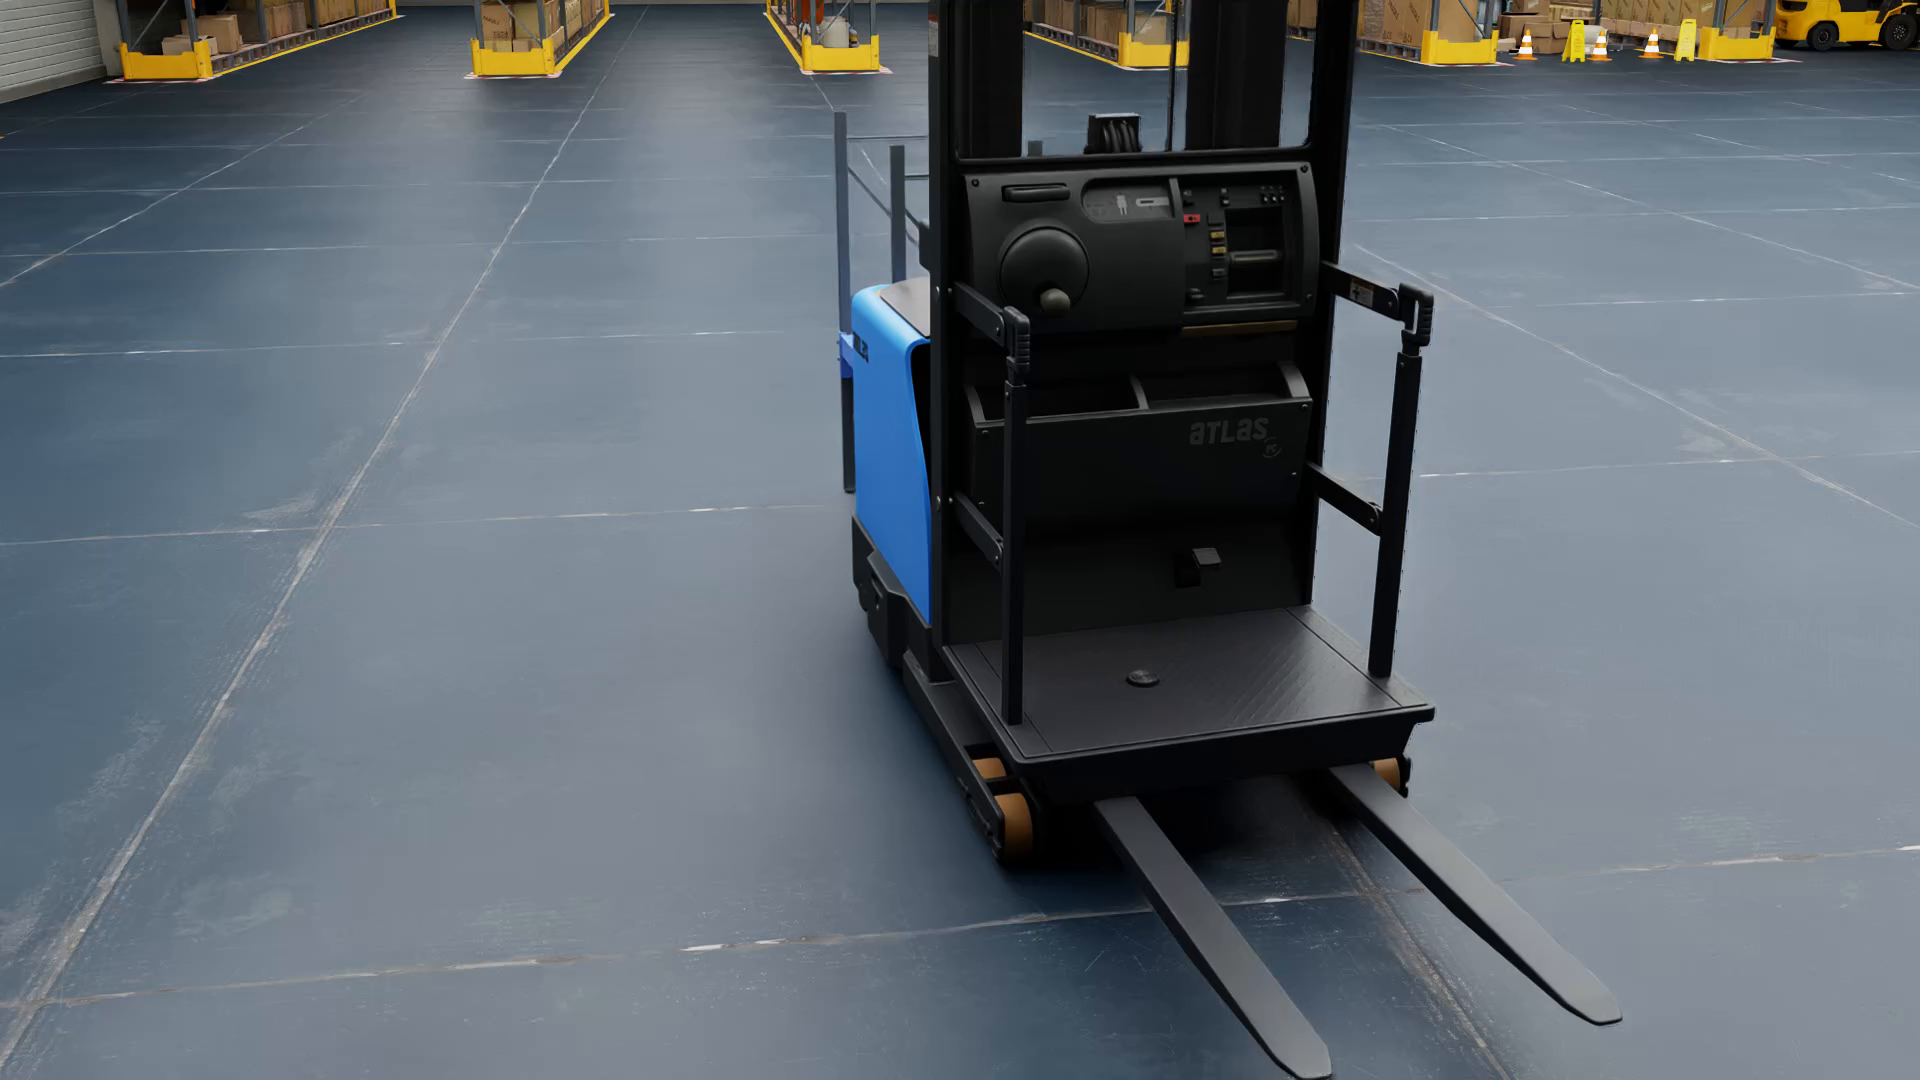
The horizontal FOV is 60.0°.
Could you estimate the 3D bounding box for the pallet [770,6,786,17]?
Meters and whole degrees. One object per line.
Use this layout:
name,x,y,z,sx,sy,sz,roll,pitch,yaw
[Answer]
pallet,-4.009,-12.609,39.673,1.003,0.211,1.213,-3,21,-8

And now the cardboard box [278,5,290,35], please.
cardboard box,-12.526,-9.366,29.951,0.700,0.500,0.500,-3,21,-8

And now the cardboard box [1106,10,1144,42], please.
cardboard box,2.817,-8.774,28.392,0.500,0.500,0.500,-5,21,-13

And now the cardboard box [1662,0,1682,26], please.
cardboard box,12.472,-9.117,28.597,0.500,0.500,0.500,-2,21,-6

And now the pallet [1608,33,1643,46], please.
pallet,12.480,-9.260,30.708,1.003,0.211,1.213,-3,21,-8

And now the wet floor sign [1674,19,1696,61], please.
wet floor sign,11.893,-8.190,27.221,0.267,0.644,0.232,4,21,11

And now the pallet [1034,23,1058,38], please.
pallet,2.076,-10.105,32.971,1.003,0.211,1.213,-3,21,-8

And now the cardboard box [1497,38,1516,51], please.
cardboard box,9.535,-8.730,29.209,0.396,0.266,0.258,1,20,2

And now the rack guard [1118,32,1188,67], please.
rack guard,3.107,-7.768,26.299,1.175,0.500,0.348,-3,21,-8

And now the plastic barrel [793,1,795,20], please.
plastic barrel,-3.194,-10.823,33.863,0.421,0.512,0.421,0,20,0

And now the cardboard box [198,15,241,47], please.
cardboard box,-11.974,-8.226,26.896,0.500,0.500,0.500,-4,21,-12

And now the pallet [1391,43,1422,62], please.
pallet,7.848,-8.094,27.586,1.003,0.211,1.213,-3,21,-8

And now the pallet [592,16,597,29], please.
pallet,-8.260,-10.983,35.320,1.003,0.211,1.213,-3,21,-8

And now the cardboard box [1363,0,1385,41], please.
cardboard box,7.619,-9.181,28.946,0.875,0.875,0.875,-3,21,-7

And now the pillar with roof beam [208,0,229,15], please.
pillar with roof beam,-9.148,-13.467,29.411,9.100,9.000,0.400,-3,21,-8

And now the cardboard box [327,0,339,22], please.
cardboard box,-12.836,-10.687,33.016,0.750,0.750,0.750,-3,21,-8

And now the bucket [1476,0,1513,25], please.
bucket,9.765,-9.760,30.568,0.726,0.611,0.620,4,11,11

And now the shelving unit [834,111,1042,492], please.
shelving unit,-0.104,-0.752,6.085,0.538,1.500,1.048,-5,21,-13

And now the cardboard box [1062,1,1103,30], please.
cardboard box,2.343,-9.906,31.395,0.700,0.500,0.500,-5,21,-12

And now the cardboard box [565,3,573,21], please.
cardboard box,-7.218,-9.479,29.836,0.500,0.311,0.500,-4,21,-10

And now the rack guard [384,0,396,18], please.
rack guard,-13.897,-12.540,39.077,1.175,0.500,0.348,-3,21,-8

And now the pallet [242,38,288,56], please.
pallet,-12.277,-8.511,28.702,1.003,0.211,1.213,-3,21,-8

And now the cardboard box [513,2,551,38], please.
cardboard box,-6.616,-8.044,25.724,0.500,0.500,0.500,-3,21,-8

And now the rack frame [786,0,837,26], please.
rack frame,-2.936,-11.433,32.539,1.000,3.000,0.127,-3,21,-8

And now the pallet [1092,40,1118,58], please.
pallet,2.852,-8.337,28.236,1.003,0.211,1.213,-3,21,-8

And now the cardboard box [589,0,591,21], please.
cardboard box,-7.850,-10.926,34.127,0.500,0.500,0.500,-4,21,-10

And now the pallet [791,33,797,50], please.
pallet,-2.511,-9.011,30.041,1.003,0.211,1.213,-3,21,-8

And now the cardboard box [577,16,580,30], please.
cardboard box,-7.443,-9.744,31.349,0.500,0.250,0.500,-3,21,-8

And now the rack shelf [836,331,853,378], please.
rack shelf,-0.104,-0.583,6.148,0.538,0.185,1.000,-5,21,-13

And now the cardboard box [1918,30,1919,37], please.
cardboard box,17.330,-9.066,29.531,0.500,0.250,0.500,-3,21,-7

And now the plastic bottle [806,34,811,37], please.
plastic bottle,-2.482,-8.172,27.179,0.097,0.201,0.097,0,20,0

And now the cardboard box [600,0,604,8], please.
cardboard box,-8.670,-12.813,39.179,0.500,0.500,0.500,-3,21,-8

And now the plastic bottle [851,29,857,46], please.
plastic bottle,-1.736,-8.234,27.246,0.097,0.271,0.097,0,20,0

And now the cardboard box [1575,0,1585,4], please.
cardboard box,15.586,-13.527,41.118,0.500,0.500,0.500,-3,21,-7

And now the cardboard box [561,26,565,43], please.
cardboard box,-6.979,-8.558,28.172,0.500,0.250,0.500,-3,21,-8

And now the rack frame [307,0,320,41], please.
rack frame,-12.740,-10.933,31.201,1.000,3.000,0.127,-3,21,-8

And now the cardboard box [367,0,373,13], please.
cardboard box,-13.464,-11.960,36.922,0.700,0.500,0.500,-2,21,-6

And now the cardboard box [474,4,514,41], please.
cardboard box,-7.057,-7.845,25.191,0.500,0.500,0.500,-3,21,-8

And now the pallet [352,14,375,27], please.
pallet,-13.349,-11.279,36.112,1.003,0.211,1.213,-3,21,-8

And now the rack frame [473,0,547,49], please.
rack frame,-6.685,-8.414,24.457,1.000,3.000,0.127,-3,21,-8

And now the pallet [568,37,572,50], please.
pallet,-7.407,-8.746,29.331,1.003,0.211,1.213,-3,21,-8

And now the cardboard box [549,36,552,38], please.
cardboard box,-6.618,-7.693,25.855,0.500,0.250,0.500,-3,21,-8

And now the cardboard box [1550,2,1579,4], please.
cardboard box,11.957,-10.697,33.724,0.950,0.372,0.625,-3,21,-9

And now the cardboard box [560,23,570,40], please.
cardboard box,-7.075,-8.860,28.980,0.500,0.250,0.500,-3,21,-9

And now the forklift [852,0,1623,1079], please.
forklift,0.528,-0.735,3.996,1.130,2.935,3.031,-6,21,-15

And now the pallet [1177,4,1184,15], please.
pallet,5.827,-13.052,40.859,1.003,0.211,1.213,-3,21,-8

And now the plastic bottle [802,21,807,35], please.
plastic bottle,-2.566,-8.500,27.844,0.144,0.351,0.185,-3,21,-8

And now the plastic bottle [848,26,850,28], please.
plastic bottle,-1.888,-8.535,28.044,0.152,0.276,0.135,-3,21,-7

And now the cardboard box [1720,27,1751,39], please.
cardboard box,13.082,-8.614,28.322,0.500,0.250,0.500,-3,21,-8

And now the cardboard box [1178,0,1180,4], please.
cardboard box,5.493,-13.331,41.096,0.380,0.149,0.250,-2,21,-7

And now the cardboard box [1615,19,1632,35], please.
cardboard box,12.254,-9.304,30.169,0.500,0.250,0.500,-2,21,-5

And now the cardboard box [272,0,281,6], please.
cardboard box,-12.485,-9.694,29.757,0.500,0.250,0.500,-3,21,-8

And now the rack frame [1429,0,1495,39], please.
rack frame,8.041,-9.128,26.368,1.000,3.000,0.127,-3,21,-8
